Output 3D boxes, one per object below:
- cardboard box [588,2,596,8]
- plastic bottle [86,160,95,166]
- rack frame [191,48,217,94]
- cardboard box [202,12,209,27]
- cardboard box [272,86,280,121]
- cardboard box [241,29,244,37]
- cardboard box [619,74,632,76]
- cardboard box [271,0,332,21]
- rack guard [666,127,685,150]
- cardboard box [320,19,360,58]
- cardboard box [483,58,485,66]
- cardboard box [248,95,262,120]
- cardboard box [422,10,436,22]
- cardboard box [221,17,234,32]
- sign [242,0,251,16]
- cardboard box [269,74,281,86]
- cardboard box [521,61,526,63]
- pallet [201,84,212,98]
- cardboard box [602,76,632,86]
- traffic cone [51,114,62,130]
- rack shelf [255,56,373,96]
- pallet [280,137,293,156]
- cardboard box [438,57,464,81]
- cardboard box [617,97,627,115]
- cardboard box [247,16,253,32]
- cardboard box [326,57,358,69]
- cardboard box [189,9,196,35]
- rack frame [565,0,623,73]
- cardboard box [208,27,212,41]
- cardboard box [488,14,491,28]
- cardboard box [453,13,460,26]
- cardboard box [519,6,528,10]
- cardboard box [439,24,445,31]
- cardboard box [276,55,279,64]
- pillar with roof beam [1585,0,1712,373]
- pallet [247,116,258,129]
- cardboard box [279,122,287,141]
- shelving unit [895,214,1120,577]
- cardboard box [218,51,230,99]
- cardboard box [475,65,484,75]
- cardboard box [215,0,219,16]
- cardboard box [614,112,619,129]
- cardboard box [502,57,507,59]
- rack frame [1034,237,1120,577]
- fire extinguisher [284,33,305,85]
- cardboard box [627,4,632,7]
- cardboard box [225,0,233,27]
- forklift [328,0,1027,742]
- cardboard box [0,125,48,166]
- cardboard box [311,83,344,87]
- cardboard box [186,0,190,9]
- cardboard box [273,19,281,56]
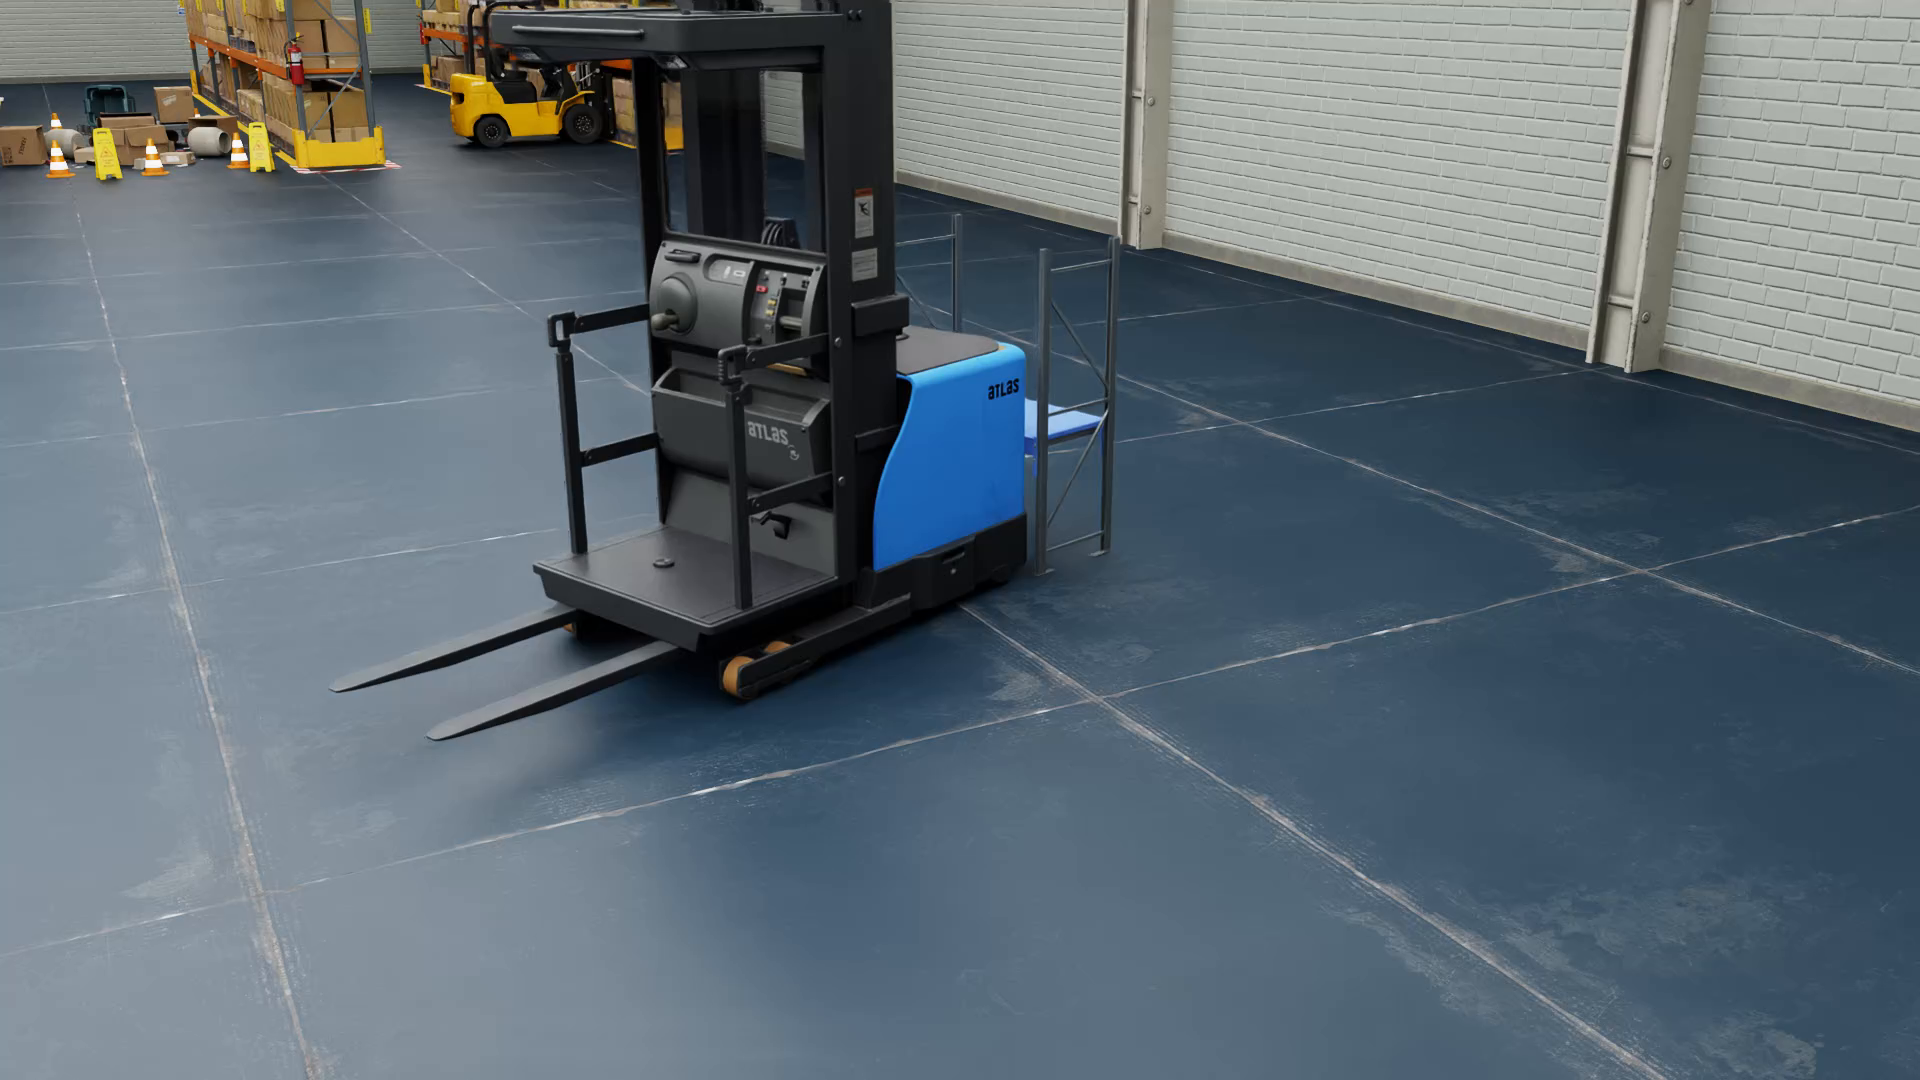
[{"bbox_3d":[-5.845,-8.690,27.114,0.380,0.149,0.250,-10,22,-28],"label":"cardboard box"},{"bbox_3d":[-12.255,-5.338,23.508,0.283,0.061,0.133,16,25,39],"label":"plastic bottle"},{"bbox_3d":[-16.311,-11.301,36.284,1.000,3.000,0.127,-10,21,-27],"label":"rack frame"},{"bbox_3d":[-14.451,-10.148,32.407,0.500,0.250,0.500,-11,22,-28],"label":"cardboard box"},{"bbox_3d":[-10.061,-6.598,25.074,0.500,0.500,0.500,-9,21,-24],"label":"cardboard box"},{"bbox_3d":[-12.032,-8.651,28.345,0.380,0.149,0.250,-9,21,-23],"label":"cardboard box"},{"bbox_3d":[-5.360,-7.596,27.585,0.500,0.250,0.500,-10,21,-26],"label":"cardboard box"},{"bbox_3d":[-9.148,-7.482,23.072,0.700,0.500,0.500,-11,22,-28],"label":"cardboard box"},{"bbox_3d":[-4.336,-6.290,25.592,1.175,0.500,0.348,-10,21,-27],"label":"rack guard"},{"bbox_3d":[-8.695,-7.075,23.427,0.500,0.500,0.500,-10,22,-27],"label":"cardboard box"},{"bbox_3d":[-9.636,-9.886,34.377,0.380,0.149,0.250,-10,22,-28],"label":"cardboard box"},{"bbox_3d":[-11.540,-7.368,28.271,0.950,0.372,0.625,-9,21,-25],"label":"cardboard box"},{"bbox_3d":[-11.967,-11.969,37.993,0.500,0.250,0.500,-10,21,-26],"label":"cardboard box"},{"bbox_3d":[-12.966,-9.270,29.860,0.500,0.250,0.500,-10,21,-27],"label":"cardboard box"},{"bbox_3d":[-11.100,-8.317,25.860,0.100,0.325,0.005,-10,21,-27],"label":"sign"},{"bbox_3d":[-10.188,-6.936,25.060,0.380,0.149,0.250,-9,21,-24],"label":"cardboard box"},{"bbox_3d":[-8.625,-9.595,33.534,0.380,0.149,0.250,-10,22,-28],"label":"cardboard box"},{"bbox_3d":[-15.863,-9.766,36.109,1.003,0.211,1.213,-10,21,-27],"label":"pallet"},{"bbox_3d":[-5.570,-7.369,26.927,0.500,0.250,0.500,-10,22,-28],"label":"cardboard box"},{"bbox_3d":[-14.229,-6.480,26.202,0.336,0.463,0.334,-10,21,-27],"label":"traffic cone"},{"bbox_3d":[-9.663,-6.942,24.754,1.077,0.370,4.000,-10,21,-27],"label":"rack shelf"},{"bbox_3d":[-9.680,-6.000,25.197,1.003,0.211,1.213,-10,21,-27],"label":"pallet"},{"bbox_3d":[-11.366,-10.646,37.575,0.700,0.500,0.500,-9,21,-24],"label":"cardboard box"},{"bbox_3d":[-5.082,-6.850,26.190,0.500,0.250,0.500,-10,22,-27],"label":"cardboard box"},{"bbox_3d":[-11.034,-8.340,26.449,0.500,0.500,0.500,-10,22,-28],"label":"cardboard box"},{"bbox_3d":[-8.693,-6.719,23.390,0.380,0.149,0.250,-10,21,-26],"label":"cardboard box"},{"bbox_3d":[-15.846,-10.877,34.900,0.500,0.500,0.500,-10,21,-27],"label":"cardboard box"},{"bbox_3d":[-6.247,-8.626,28.532,1.000,3.000,0.127,-10,21,-27],"label":"rack frame"},{"bbox_3d":[-14.188,-9.767,32.066,0.500,0.250,0.500,-11,22,-28],"label":"cardboard box"},{"bbox_3d":[-8.932,-10.155,32.548,0.500,0.250,0.500,-11,22,-29],"label":"cardboard box"},{"bbox_3d":[-10.502,-11.101,35.478,0.500,0.250,0.500,-9,21,-25],"label":"cardboard box"},{"bbox_3d":[-7.981,-9.845,30.917,0.380,0.149,0.250,-9,21,-25],"label":"cardboard box"},{"bbox_3d":[-11.319,-11.366,36.856,0.380,0.149,0.250,-9,21,-25],"label":"cardboard box"},{"bbox_3d":[-9.749,-7.020,24.262,0.380,0.149,0.250,-10,22,-27],"label":"cardboard box"},{"bbox_3d":[0.874,-4.819,8.303,9.100,9.000,0.400,-10,21,-27],"label":"pillar with roof beam"},{"bbox_3d":[-11.567,-7.112,28.419,1.003,0.211,1.213,-10,21,-27],"label":"pallet"},{"bbox_3d":[-9.827,-6.097,24.772,0.500,0.250,0.500,-11,22,-29],"label":"cardboard box"},{"bbox_3d":[0.177,-0.717,7.911,0.538,1.500,1.048,-18,26,-41],"label":"shelving unit"},{"bbox_3d":[-14.047,-9.182,32.755,0.875,0.875,0.875,-9,21,-25],"label":"cardboard box"},{"bbox_3d":[-9.752,-9.615,34.585,0.500,0.500,0.500,-10,22,-27],"label":"cardboard box"},{"bbox_3d":[-13.239,-9.779,30.185,0.500,0.500,0.500,-10,21,-26],"label":"cardboard box"},{"bbox_3d":[-5.306,-6.752,26.672,0.500,0.250,0.500,-10,21,-26],"label":"cardboard box"},{"bbox_3d":[-9.364,-10.042,34.829,0.380,0.149,0.250,-10,21,-26],"label":"cardboard box"},{"bbox_3d":[0.532,-0.599,7.567,0.500,1.500,0.032,-18,26,-41],"label":"rack frame"},{"bbox_3d":[-9.065,-6.567,22.684,0.296,0.674,0.183,-10,21,-27],"label":"fire extinguisher"},{"bbox_3d":[-4.995,-8.180,25.634,0.380,0.149,0.250,-9,21,-25],"label":"cardboard box"},{"bbox_3d":[-12.503,-9.226,29.017,0.500,0.500,0.500,-11,22,-28],"label":"cardboard box"},{"bbox_3d":[-1.026,-0.958,6.414,1.130,2.935,3.031,15,24,37],"label":"forklift"},{"bbox_3d":[-13.281,-5.594,23.571,0.500,0.500,0.500,-6,20,-17],"label":"cardboard box"},{"bbox_3d":[-9.610,-6.689,25.341,0.500,0.500,0.500,-9,21,-24],"label":"cardboard box"},{"bbox_3d":[-16.083,-11.492,35.151,0.500,0.500,0.500,-11,22,-28],"label":"cardboard box"},{"bbox_3d":[-9.448,-7.154,23.655,0.500,0.500,0.500,-10,21,-27],"label":"cardboard box"}]
